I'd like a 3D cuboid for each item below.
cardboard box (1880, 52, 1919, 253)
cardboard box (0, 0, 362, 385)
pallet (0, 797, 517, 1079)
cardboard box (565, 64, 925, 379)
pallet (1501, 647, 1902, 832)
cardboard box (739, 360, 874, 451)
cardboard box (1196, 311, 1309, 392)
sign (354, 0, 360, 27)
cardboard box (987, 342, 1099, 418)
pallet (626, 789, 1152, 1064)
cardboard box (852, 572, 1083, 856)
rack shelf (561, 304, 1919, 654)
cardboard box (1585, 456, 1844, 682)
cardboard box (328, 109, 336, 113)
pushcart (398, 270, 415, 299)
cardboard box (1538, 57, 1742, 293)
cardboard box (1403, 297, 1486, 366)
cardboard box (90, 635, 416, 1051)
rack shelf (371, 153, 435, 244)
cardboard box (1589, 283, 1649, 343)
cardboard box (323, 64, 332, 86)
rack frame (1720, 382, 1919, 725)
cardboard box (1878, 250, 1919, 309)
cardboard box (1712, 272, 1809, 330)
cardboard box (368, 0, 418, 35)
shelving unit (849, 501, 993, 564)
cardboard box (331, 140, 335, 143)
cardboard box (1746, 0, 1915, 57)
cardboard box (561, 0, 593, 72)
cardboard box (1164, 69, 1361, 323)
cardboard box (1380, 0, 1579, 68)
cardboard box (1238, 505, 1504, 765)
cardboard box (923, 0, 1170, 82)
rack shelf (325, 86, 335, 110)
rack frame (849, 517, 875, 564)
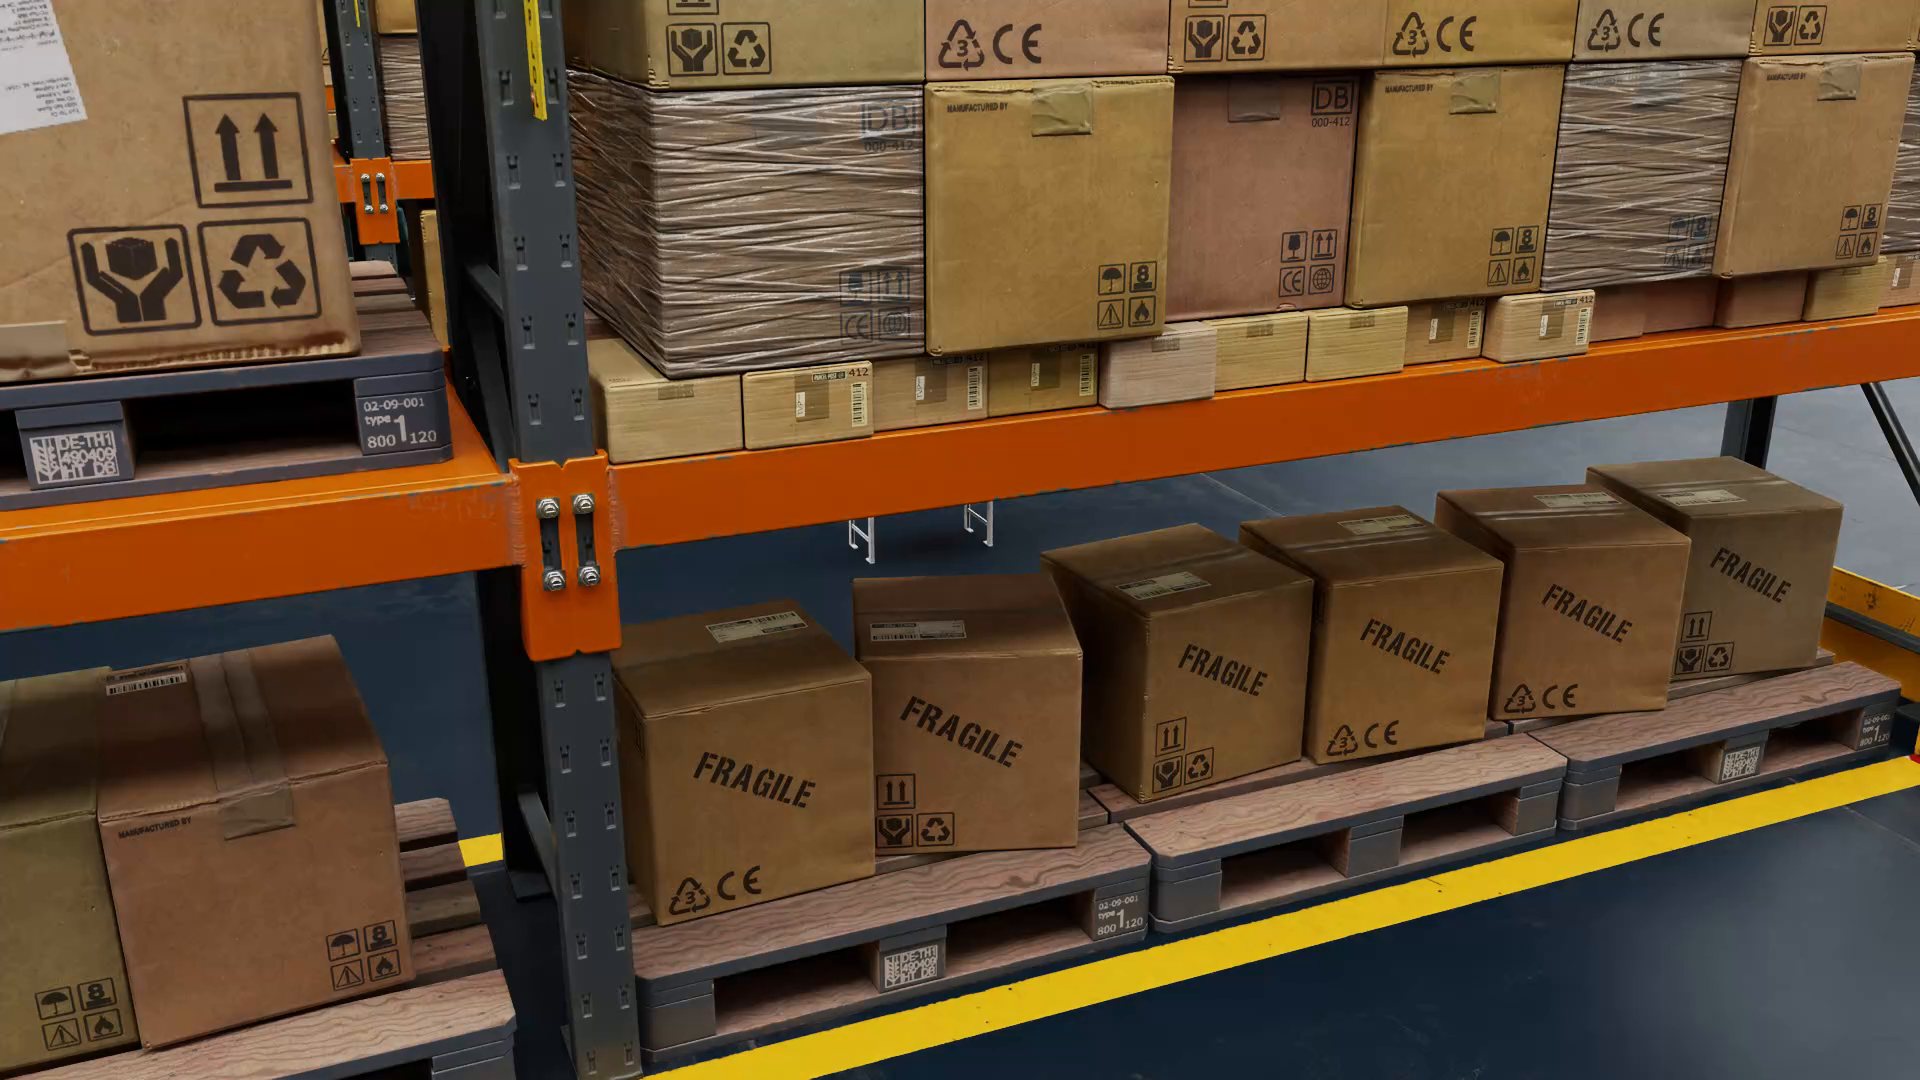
[{"bbox_3d":[2.254,-1.108,4.555,0.500,0.500,0.875,-8,21,-22],"label":"cardboard box"},{"bbox_3d":[-1.688,-0.878,2.963,1.000,1.000,1.000,-8,21,-22],"label":"cardboard box"},{"bbox_3d":[-1.617,0.959,3.479,1.213,0.211,1.003,-8,21,-22],"label":"pallet"},{"bbox_3d":[-0.465,-0.686,3.357,0.500,0.500,0.875,-8,21,-22],"label":"cardboard box"},{"bbox_3d":[1.940,0.437,4.964,1.213,0.211,1.003,-8,21,-22],"label":"pallet"},{"bbox_3d":[-0.352,-0.306,3.252,0.250,0.149,0.380,-8,21,-22],"label":"cardboard box"},{"bbox_3d":[0.552,-0.449,3.658,0.250,0.149,0.380,-8,21,-22],"label":"cardboard box"},{"bbox_3d":[-2.551,-2.329,6.996,0.005,0.325,0.100,-8,21,-22],"label":"sign"},{"bbox_3d":[0.093,-0.383,3.471,0.250,0.149,0.380,-8,21,-22],"label":"cardboard box"},{"bbox_3d":[-0.300,0.757,4.053,1.213,0.211,1.003,-8,21,-22],"label":"pallet"},{"bbox_3d":[0.003,0.404,3.989,0.500,0.500,0.500,-2,19,-5],"label":"cardboard box"},{"bbox_3d":[0.934,-0.382,4.175,4.000,0.370,1.077,-8,21,-22],"label":"rack shelf"},{"bbox_3d":[2.190,0.073,4.929,0.500,0.500,0.500,-4,20,-12],"label":"cardboard box"},{"bbox_3d":[-6.229,-4.335,16.319,0.500,0.250,0.500,-8,21,-23],"label":"cardboard box"},{"bbox_3d":[-3.879,-1.555,10.371,0.936,0.377,1.648,-17,26,-40],"label":"pushcart"},{"bbox_3d":[1.366,-0.953,4.115,0.500,0.500,0.875,-8,21,-22],"label":"cardboard box"},{"bbox_3d":[0.997,-0.525,3.874,0.250,0.149,0.380,-8,21,-22],"label":"cardboard box"},{"bbox_3d":[-1.475,0.587,3.439,0.500,0.500,0.700,-10,22,-26],"label":"cardboard box"},{"bbox_3d":[-0.938,-1.908,8.508,4.000,0.370,1.077,-8,21,-22],"label":"rack shelf"},{"bbox_3d":[1.449,-0.596,4.078,0.250,0.149,0.380,-8,21,-22],"label":"cardboard box"},{"bbox_3d":[-4.412,-3.306,11.773,0.250,0.149,0.380,-8,21,-22],"label":"cardboard box"},{"bbox_3d":[2.770,-0.985,4.803,0.127,3.000,1.000,-8,21,-22],"label":"rack frame"},{"bbox_3d":[2.360,-0.733,4.466,0.250,0.149,0.380,-8,21,-22],"label":"cardboard box"},{"bbox_3d":[1.915,-0.656,4.248,0.250,0.149,0.380,-8,21,-22],"label":"cardboard box"},{"bbox_3d":[-2.422,-2.603,7.546,0.550,0.550,0.875,-8,21,-22],"label":"cardboard box"},{"bbox_3d":[-0.152,-0.544,6.261,0.503,1.200,0.258,-8,21,-22],"label":"shelving unit"},{"bbox_3d":[-6.222,-3.858,16.470,0.500,0.250,0.500,-8,21,-21],"label":"cardboard box"},{"bbox_3d":[1.906,-1.429,3.959,0.500,0.500,0.500,-8,21,-22],"label":"cardboard box"},{"bbox_3d":[-0.599,-1.261,3.483,0.500,0.500,0.500,-8,21,-22],"label":"cardboard box"},{"bbox_3d":[0.427,-0.838,3.787,0.500,0.500,0.875,-8,21,-22],"label":"cardboard box"},{"bbox_3d":[0.984,-1.300,3.595,0.500,0.500,0.500,-8,21,-22],"label":"cardboard box"},{"bbox_3d":[1.072,0.239,4.459,0.500,0.500,0.500,-6,20,-17],"label":"cardboard box"},{"bbox_3d":[0.070,-1.166,3.212,0.500,0.500,0.500,-8,21,-22],"label":"cardboard box"},{"bbox_3d":[-2.992,-3.405,12.758,4.000,0.370,1.077,-8,21,-22],"label":"rack shelf"},{"bbox_3d":[-0.376,-0.512,6.170,0.015,1.200,0.240,-8,21,-22],"label":"rack frame"}]
